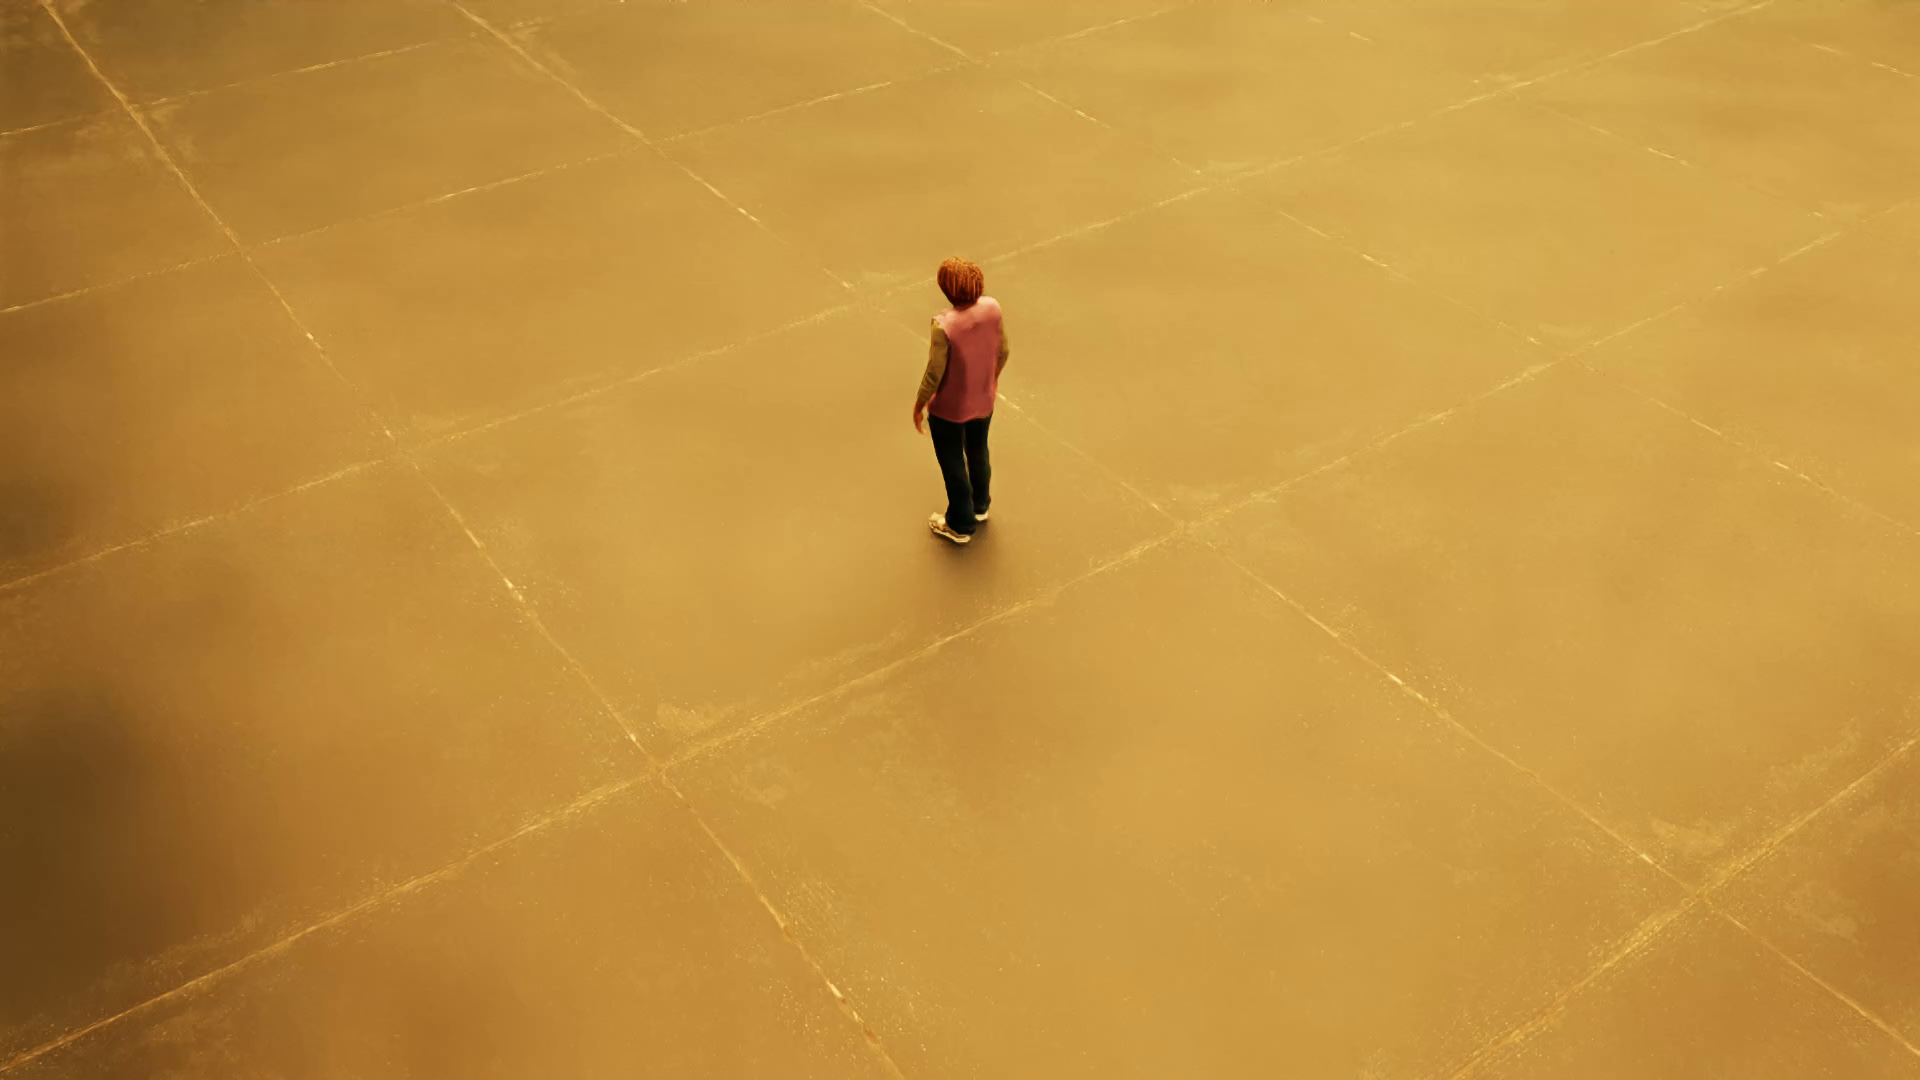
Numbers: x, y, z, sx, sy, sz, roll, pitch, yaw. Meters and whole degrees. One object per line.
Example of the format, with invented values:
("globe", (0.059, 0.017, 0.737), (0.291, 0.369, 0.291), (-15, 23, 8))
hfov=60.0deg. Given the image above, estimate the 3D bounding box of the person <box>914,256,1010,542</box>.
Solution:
("person", (-0.032, -0.688, 7.986), (0.520, 1.597, 0.474), (-23, 42, -28))
